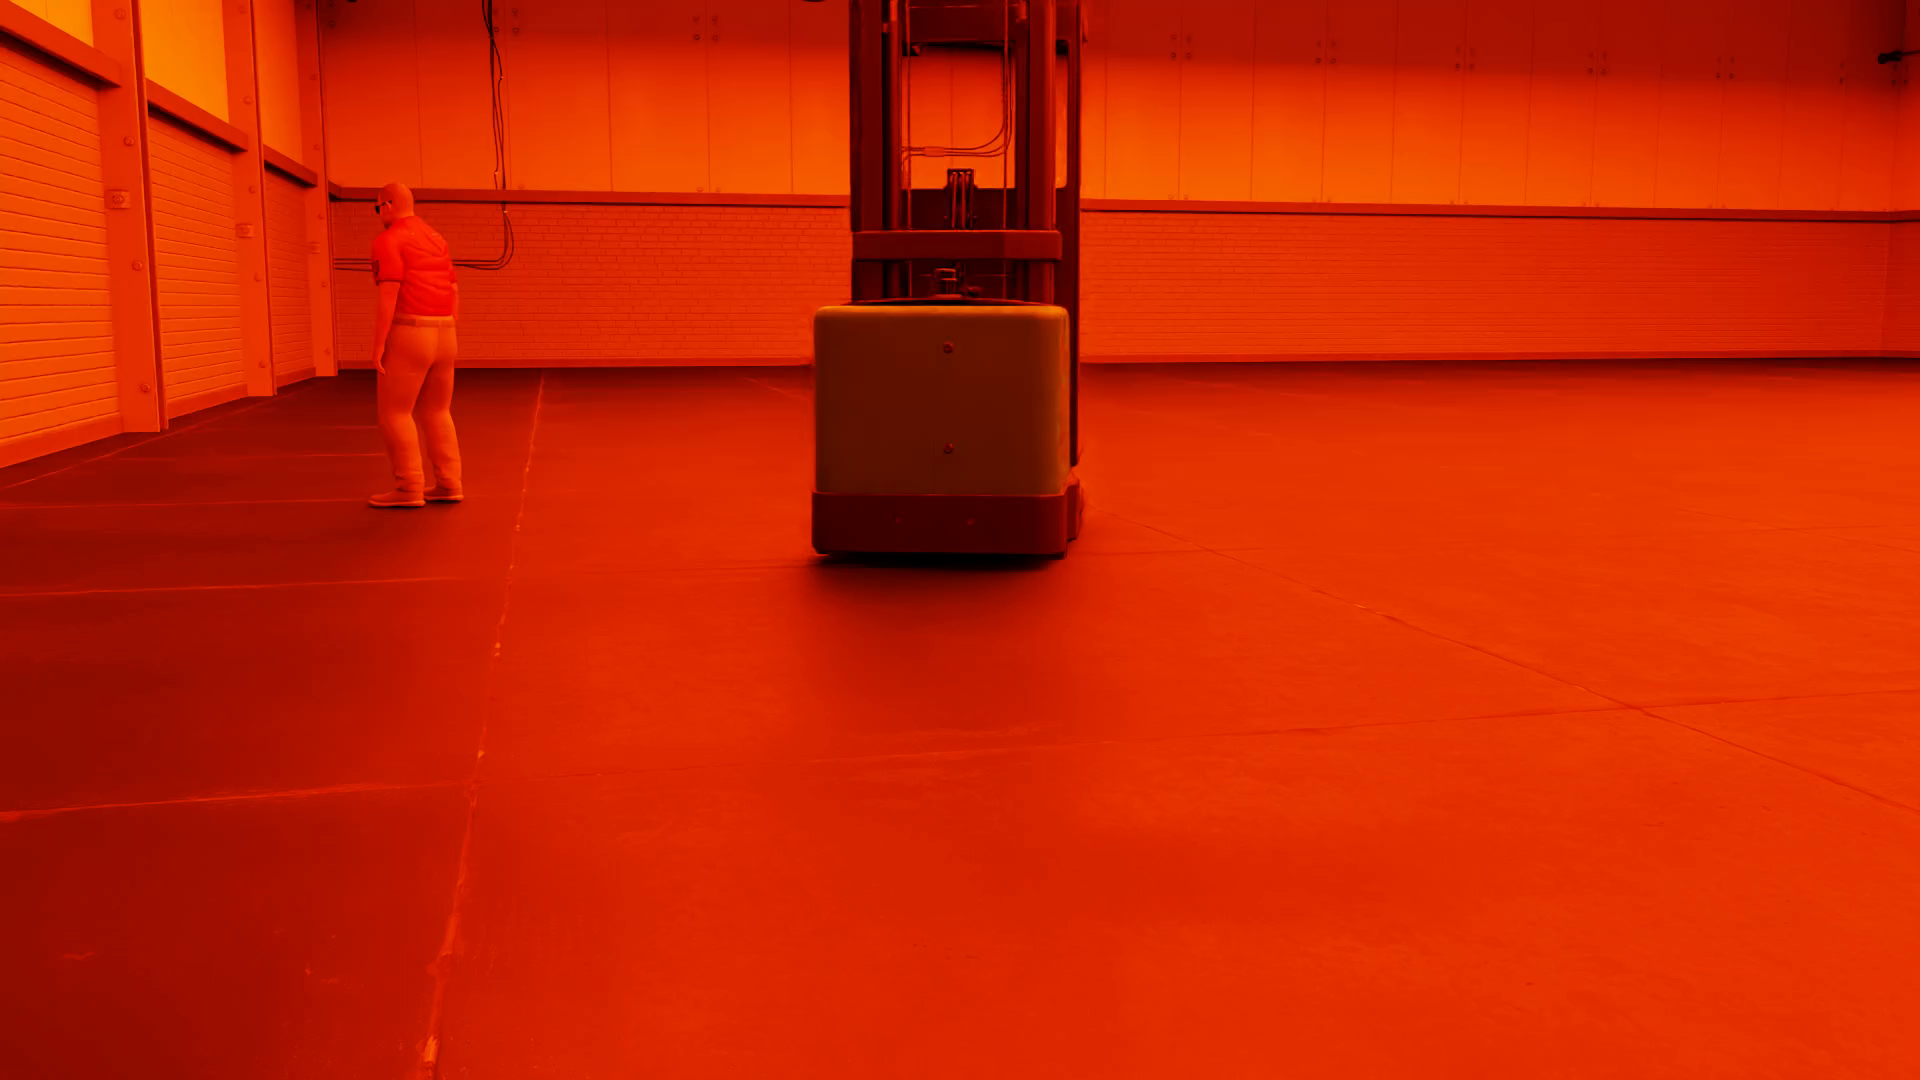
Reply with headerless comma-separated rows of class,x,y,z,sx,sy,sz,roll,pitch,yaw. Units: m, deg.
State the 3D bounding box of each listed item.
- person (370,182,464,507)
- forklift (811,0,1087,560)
person,-2.952,-1.049,8.976,0.396,1.726,0.585,4,9,25
forklift,0.051,-1.537,8.112,1.130,2.935,3.031,1,8,6
